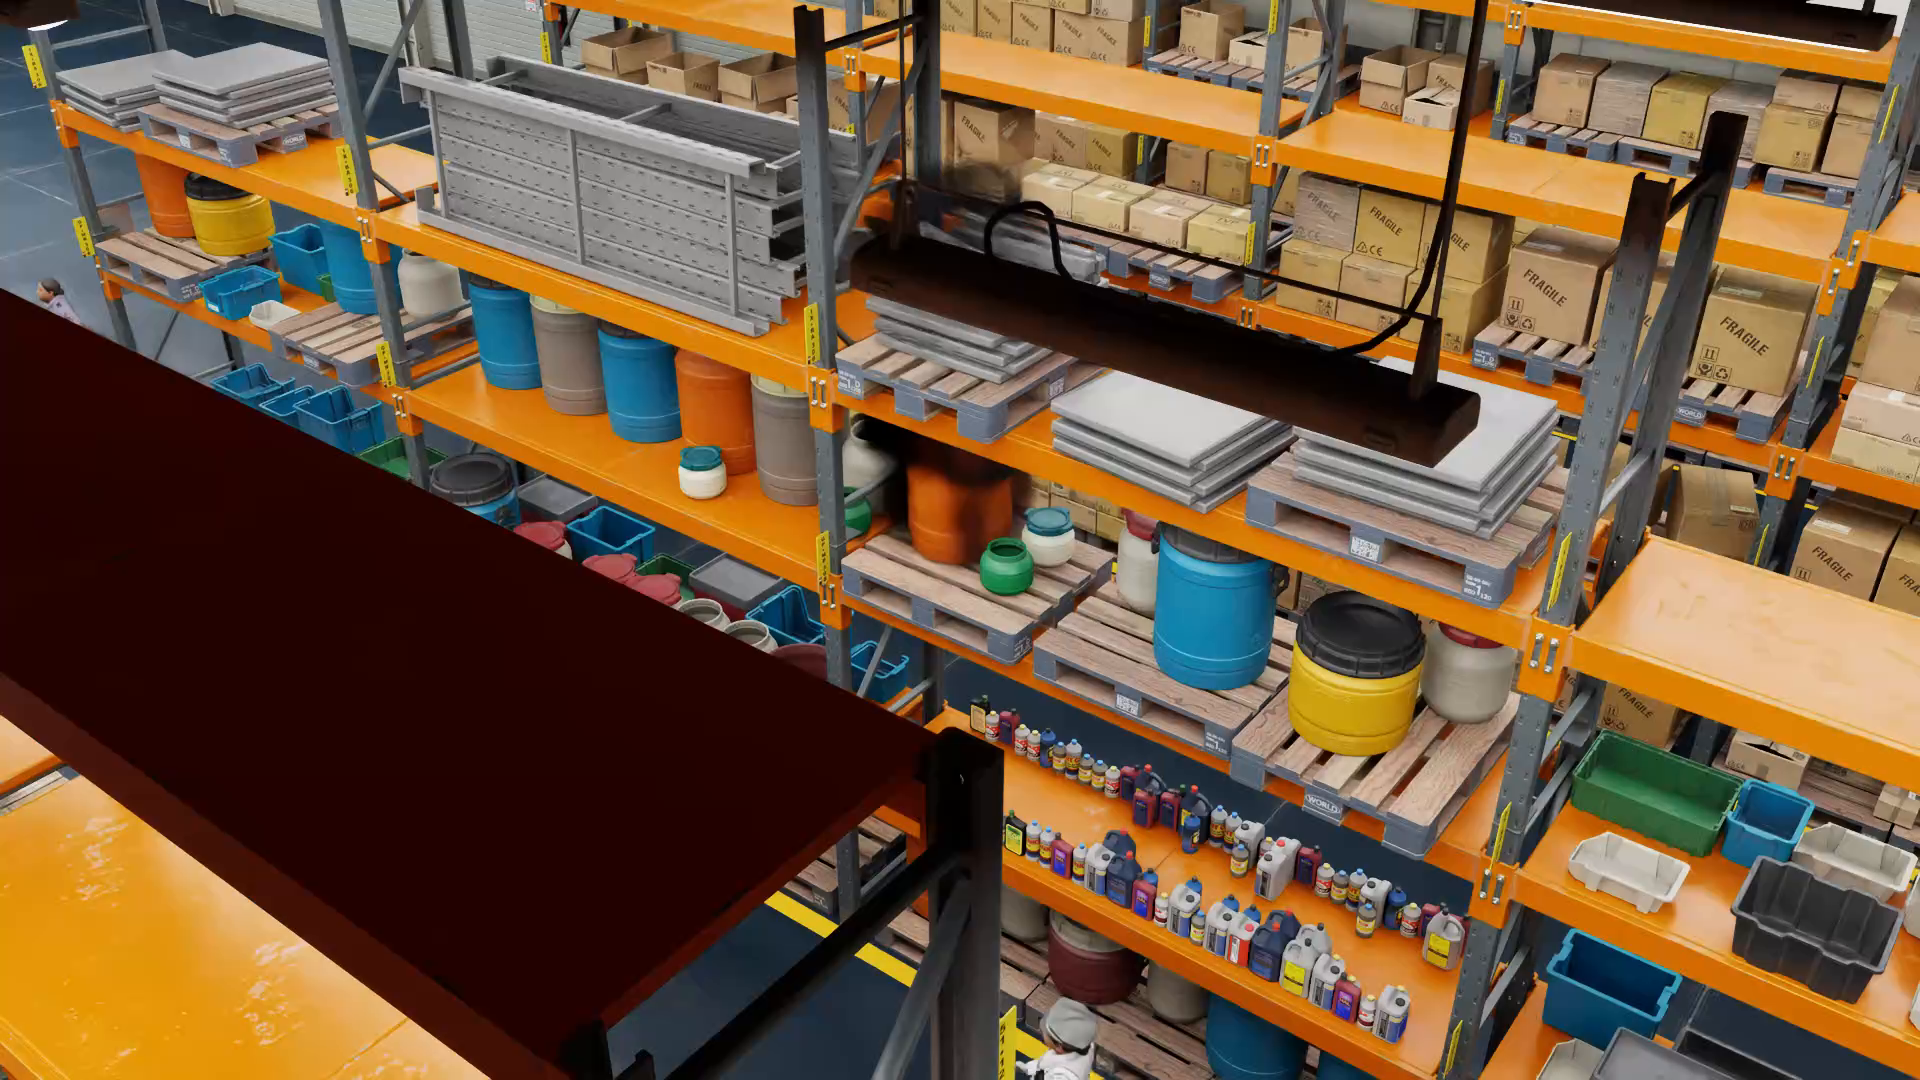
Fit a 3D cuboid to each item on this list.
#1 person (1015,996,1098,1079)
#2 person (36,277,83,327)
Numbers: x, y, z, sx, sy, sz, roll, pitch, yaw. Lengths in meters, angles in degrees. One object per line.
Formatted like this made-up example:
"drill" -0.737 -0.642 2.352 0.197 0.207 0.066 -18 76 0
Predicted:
"person" 0.513 2.983 8.261 0.793 1.793 0.586 15 35 23
"person" -8.965 -1.969 17.020 0.593 1.570 0.607 -18 36 -27
